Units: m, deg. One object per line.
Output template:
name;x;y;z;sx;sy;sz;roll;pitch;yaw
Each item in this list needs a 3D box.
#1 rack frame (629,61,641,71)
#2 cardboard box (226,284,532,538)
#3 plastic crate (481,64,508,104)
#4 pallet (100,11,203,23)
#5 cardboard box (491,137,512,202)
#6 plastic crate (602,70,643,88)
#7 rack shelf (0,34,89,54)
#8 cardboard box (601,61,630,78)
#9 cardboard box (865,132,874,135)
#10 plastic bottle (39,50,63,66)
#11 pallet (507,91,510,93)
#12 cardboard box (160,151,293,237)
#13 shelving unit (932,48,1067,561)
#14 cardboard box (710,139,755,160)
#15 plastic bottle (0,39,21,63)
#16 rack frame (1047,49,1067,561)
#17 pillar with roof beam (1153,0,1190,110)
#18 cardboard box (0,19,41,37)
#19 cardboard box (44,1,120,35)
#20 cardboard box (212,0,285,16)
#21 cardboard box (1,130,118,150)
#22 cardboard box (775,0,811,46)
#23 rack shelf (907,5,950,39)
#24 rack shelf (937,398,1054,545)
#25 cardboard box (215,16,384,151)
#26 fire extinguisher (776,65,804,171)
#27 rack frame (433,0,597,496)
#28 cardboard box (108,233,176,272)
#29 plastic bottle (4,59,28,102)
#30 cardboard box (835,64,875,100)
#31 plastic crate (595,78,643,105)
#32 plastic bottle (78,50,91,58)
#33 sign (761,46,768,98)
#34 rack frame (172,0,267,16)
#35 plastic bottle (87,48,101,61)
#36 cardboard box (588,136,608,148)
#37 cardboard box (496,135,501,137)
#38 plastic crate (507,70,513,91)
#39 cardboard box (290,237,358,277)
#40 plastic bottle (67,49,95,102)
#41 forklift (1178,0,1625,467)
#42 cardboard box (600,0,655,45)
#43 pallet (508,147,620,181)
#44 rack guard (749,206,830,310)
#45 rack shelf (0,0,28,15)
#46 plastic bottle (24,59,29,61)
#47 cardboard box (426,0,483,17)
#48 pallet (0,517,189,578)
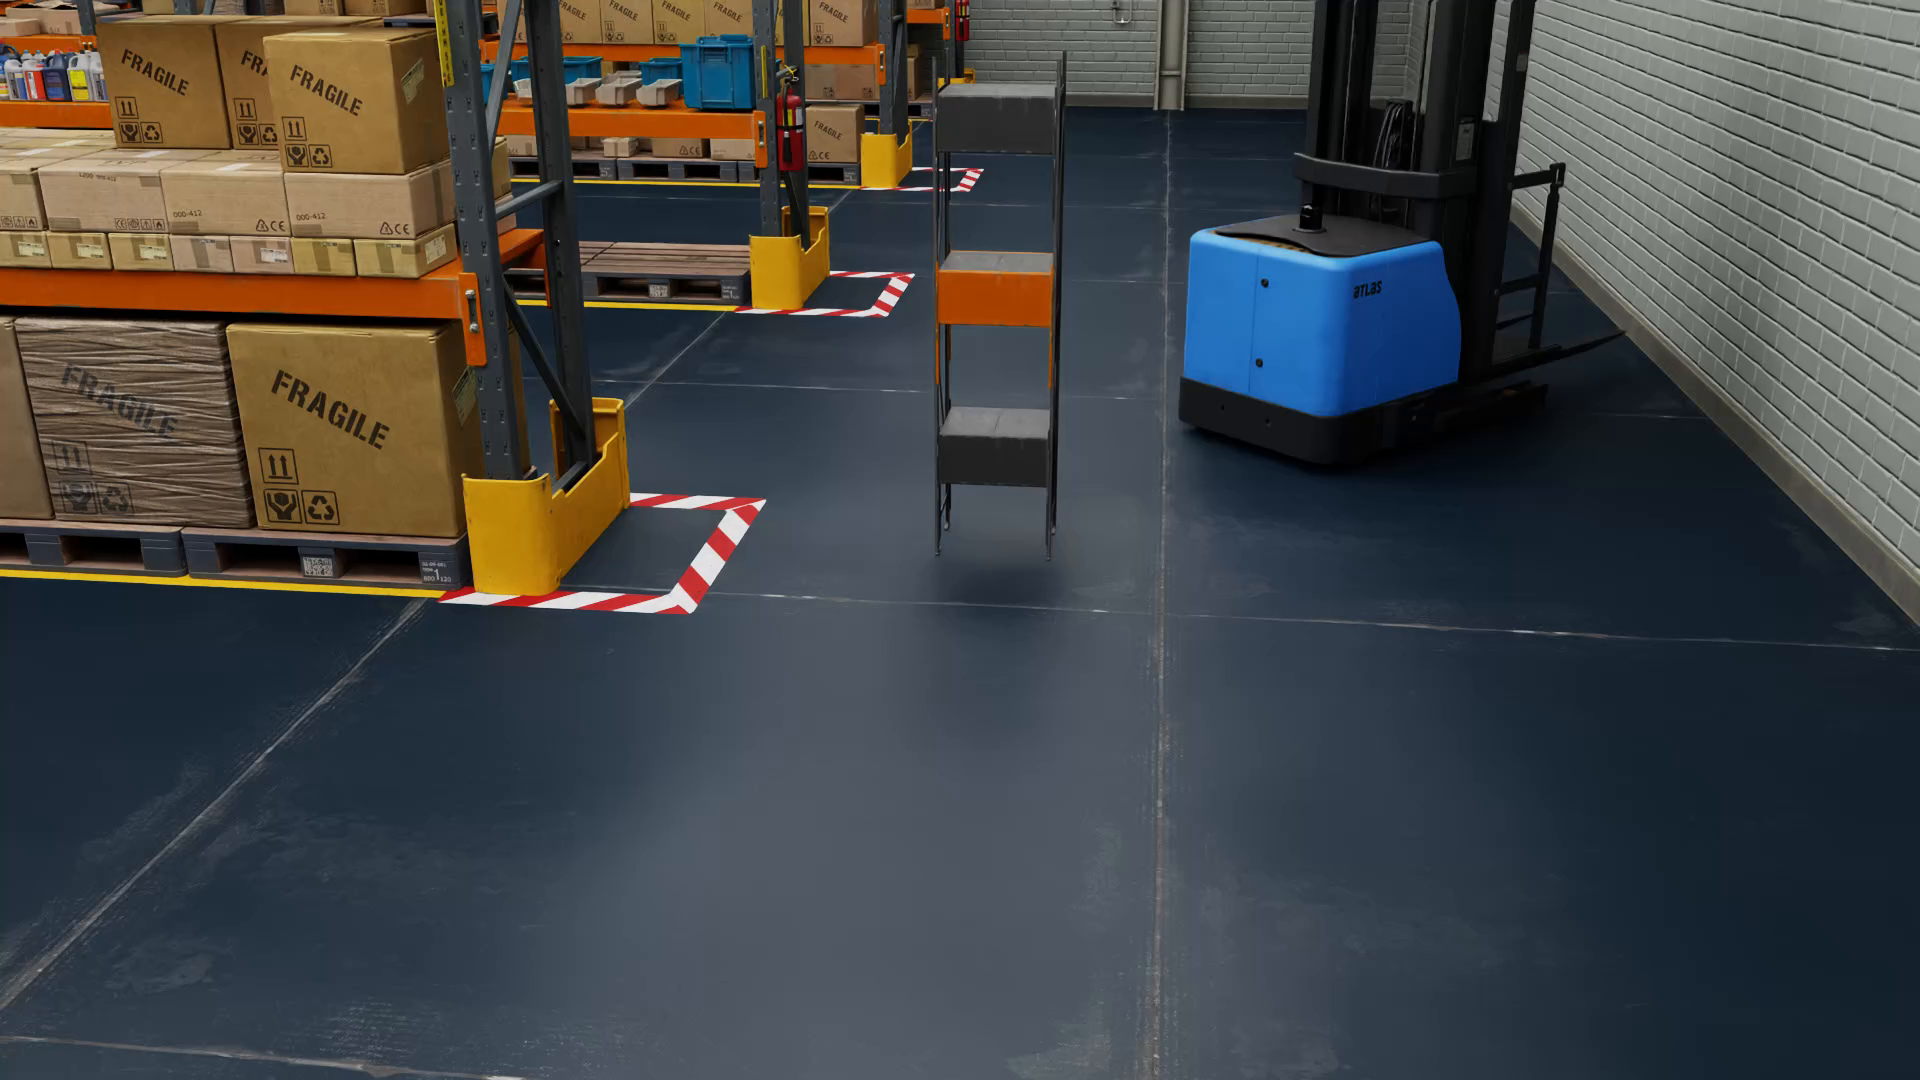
rack frame;-4.038;-6.980;21.016;0.127;3.000;1.000;2;22;6
cardboard box;-2.459;-0.588;7.165;0.875;0.875;0.875;2;22;6
plastic crate;-3.301;-3.136;11.437;0.300;0.233;0.416;2;22;6
pallet;-7.908;-5.252;16.905;1.003;0.211;1.213;2;22;6
cardboard box;-2.259;-1.570;7.130;0.500;0.250;0.500;2;22;5
plastic crate;-2.420;-3.300;11.984;0.298;0.136;0.250;2;22;6
rack shelf;-10.575;-5.097;17.230;4.000;0.370;1.077;2;22;6
cardboard box;-4.698;-6.157;21.285;0.750;0.750;0.750;3;22;7
cardboard box;-1.020;-4.021;16.810;0.250;0.149;0.380;2;22;6
plastic bottle;-6.768;-3.515;12.419;0.135;0.276;0.152;2;22;6
pallet;-6.028;-5.741;21.675;1.213;0.211;1.003;2;22;6
cardboard box;-2.830;-1.397;6.692;0.500;0.250;0.500;2;22;5
shelving unit;0.164;-0.969;7.036;0.503;2.100;0.431;2;22;6
cardboard box;-2.154;-3.910;16.392;0.500;0.250;0.500;2;22;6
plastic bottle;-7.120;-3.566;12.448;0.185;0.351;0.144;2;22;6
rack frame;0.407;-0.959;7.009;0.015;2.100;0.400;2;22;6
pillar with roof beam;2.211;-8.224;16.003;0.400;9.000;9.100;2;22;6
cardboard box;-9.515;-5.166;16.768;0.250;0.149;0.380;2;22;6
cardboard box;-8.945;-5.335;16.975;0.500;0.311;0.500;4;22;10
cardboard box;-7.065;-5.491;16.542;0.500;0.500;0.700;7;23;16
cardboard box;-3.793;-1.634;7.291;0.500;0.250;0.500;2;22;5
cardboard box;-1.637;-4.986;15.836;0.500;0.500;0.500;3;22;7
rack shelf;-2.052;-6.559;20.930;4.000;0.370;1.077;2;22;6
rack shelf;0.164;-0.306;7.298;0.480;0.518;0.431;2;22;6
cardboard box;-2.756;-1.940;7.047;0.500;0.500;0.500;2;22;5
fire extinguisher;-1.135;-2.808;11.076;0.183;0.674;0.296;2;22;6
rack frame;-1.814;-1.382;6.855;0.127;3.000;1.000;2;22;6
cardboard box;-3.221;-1.204;6.747;0.250;0.149;0.380;2;22;5
plastic bottle;-6.630;-3.248;11.744;0.135;0.276;0.152;2;22;6
cardboard box;-1.269;-5.856;21.000;0.500;0.500;0.700;2;22;6
plastic crate;-2.349;-3.082;11.434;0.243;0.136;0.396;2;22;6
plastic bottle;-6.538;-3.505;12.394;0.135;0.276;0.152;2;22;6
sign;-1.280;-3.065;10.890;0.005;0.325;0.100;2;22;6
rack frame;-5.204;-3.363;11.867;0.127;3.000;1.000;2;22;6
plastic bottle;-6.138;-3.313;11.808;0.185;0.351;0.144;2;22;6
cardboard box;-3.638;-4.135;17.098;0.250;0.149;0.380;2;22;6
cardboard box;-5.069;-4.324;17.098;0.500;0.500;0.500;2;22;4
plastic crate;-3.439;-3.303;11.992;0.466;0.136;0.293;2;22;6
cardboard box;-2.465;-1.171;6.663;0.250;0.149;0.380;3;22;7
plastic bottle;-6.155;-3.261;11.675;0.185;0.351;0.144;2;22;6
forklift;2.627;-2.155;8.904;3.031;2.935;1.130;-17;27;-36
cardboard box;-3.137;-5.053;16.005;0.500;0.500;0.500;2;22;6
pallet;-3.935;-3.845;16.878;1.213;0.211;1.003;2;22;6
rack guard;-1.206;-2.031;11.898;0.348;0.500;1.175;2;22;6
rack shelf;-13.968;-7.078;22.243;4.000;0.370;1.077;2;22;6
plastic bottle;-6.634;-3.292;11.863;0.097;0.271;0.097;0;22;0
cardboard box;-5.061;-5.516;16.604;0.500;0.500;0.700;-5;22;-12
pallet;-3.826;-0.145;7.519;1.213;0.211;1.003;2;22;6
